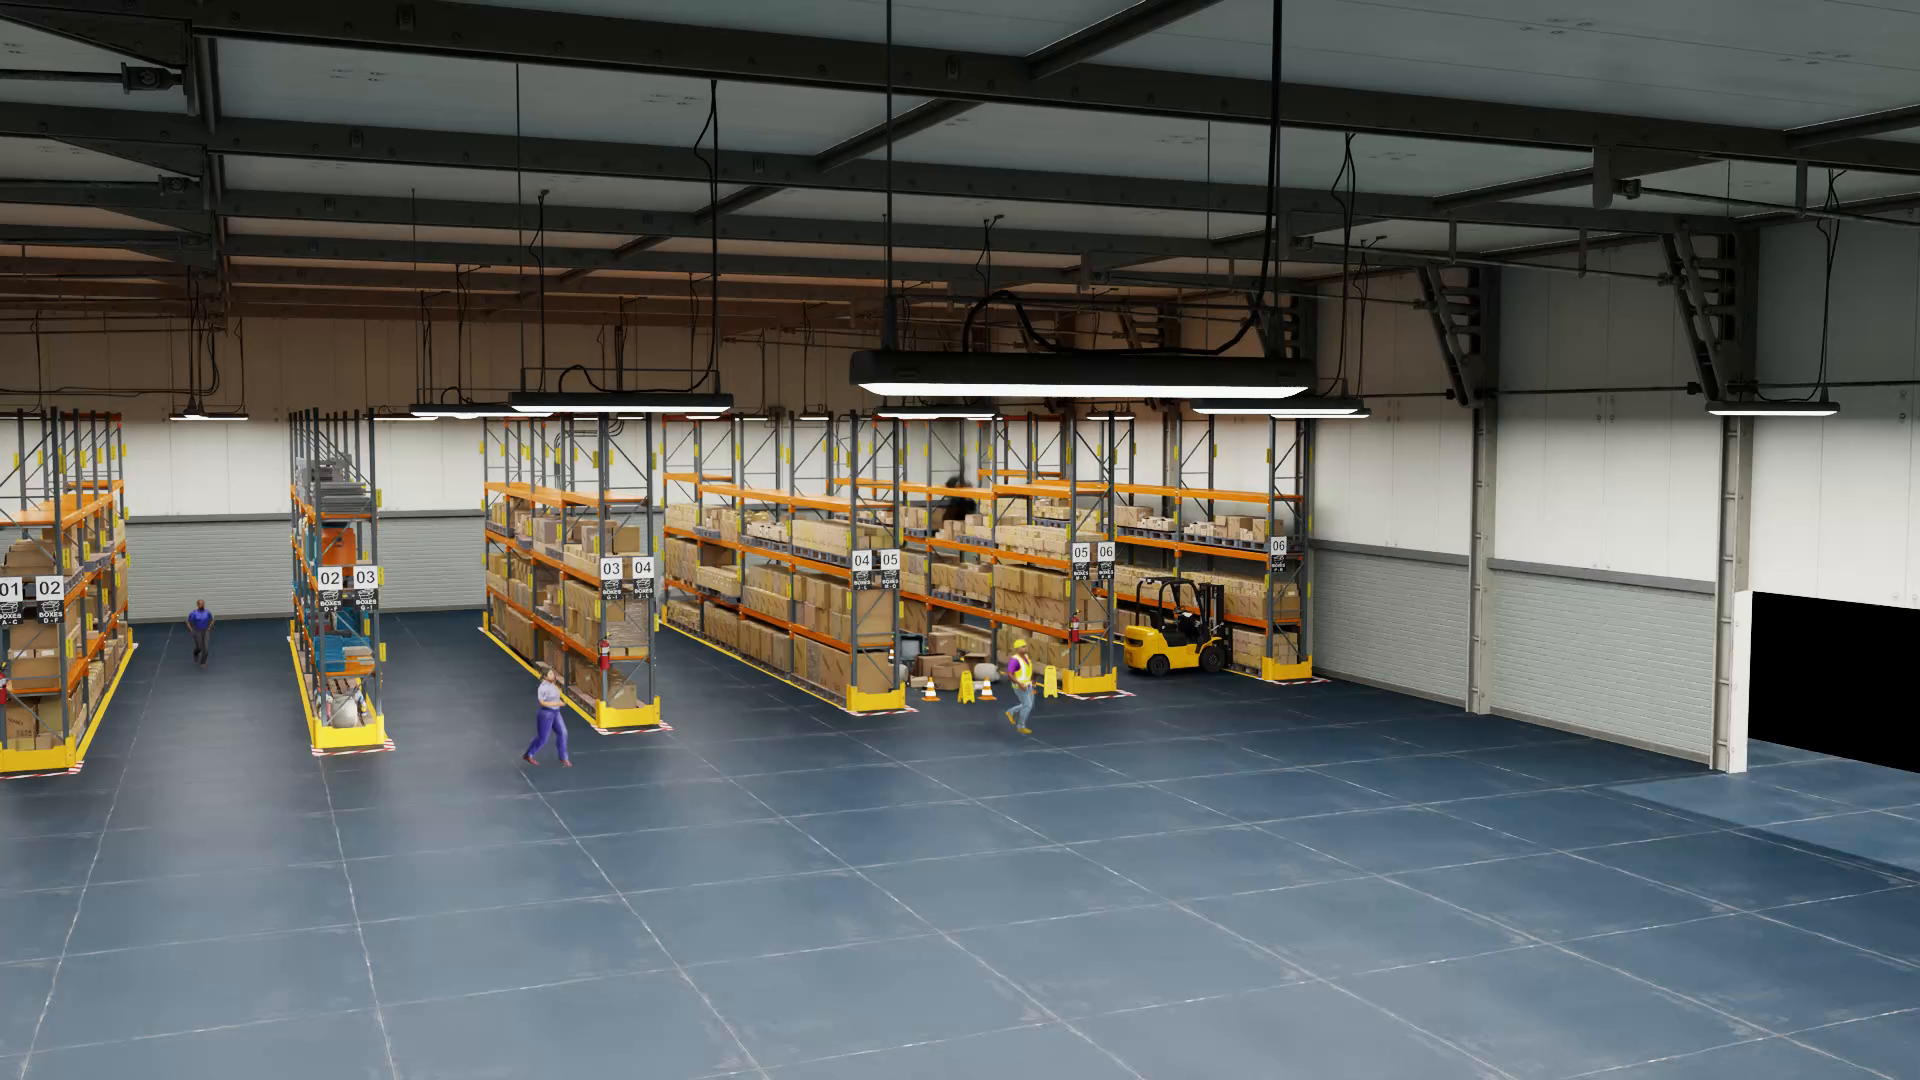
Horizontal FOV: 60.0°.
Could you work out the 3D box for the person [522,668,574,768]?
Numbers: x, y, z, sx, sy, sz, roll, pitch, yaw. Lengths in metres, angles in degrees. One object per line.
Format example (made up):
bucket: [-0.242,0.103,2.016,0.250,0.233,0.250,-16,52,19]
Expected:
person: [-6.868,2.976,27.681,0.830,1.686,0.609,1,4,11]

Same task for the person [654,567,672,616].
person: [-8.774,1.418,49.219,0.790,1.704,0.729,0,4,2]

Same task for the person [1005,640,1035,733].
person: [1.095,2.705,30.851,0.561,1.732,0.693,2,4,27]

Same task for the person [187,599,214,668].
person: [-17.766,2.242,38.956,0.575,1.522,0.559,-3,5,-38]
